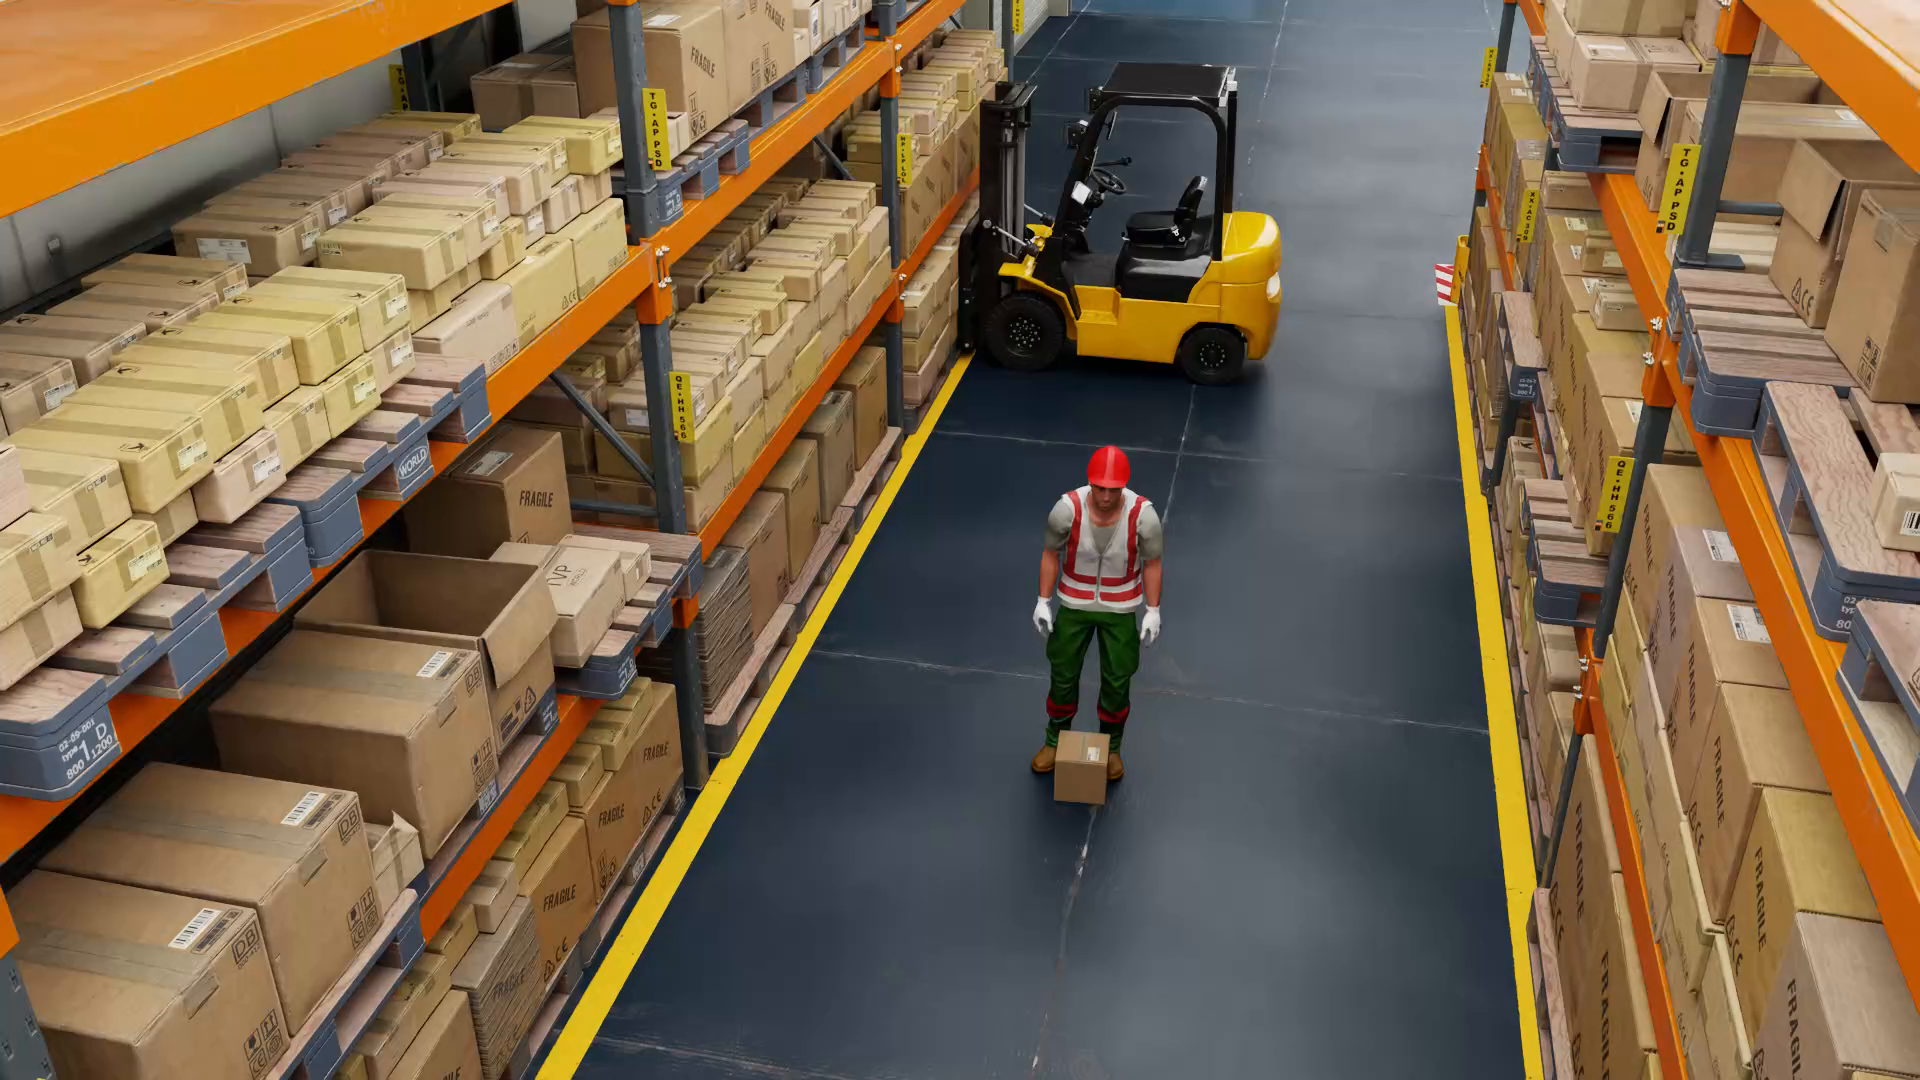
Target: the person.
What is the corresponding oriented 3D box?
[{"bbox_3d":[0.663,0.340,7.981,0.620,1.780,0.446,4,29,8],"label":"person"}]
